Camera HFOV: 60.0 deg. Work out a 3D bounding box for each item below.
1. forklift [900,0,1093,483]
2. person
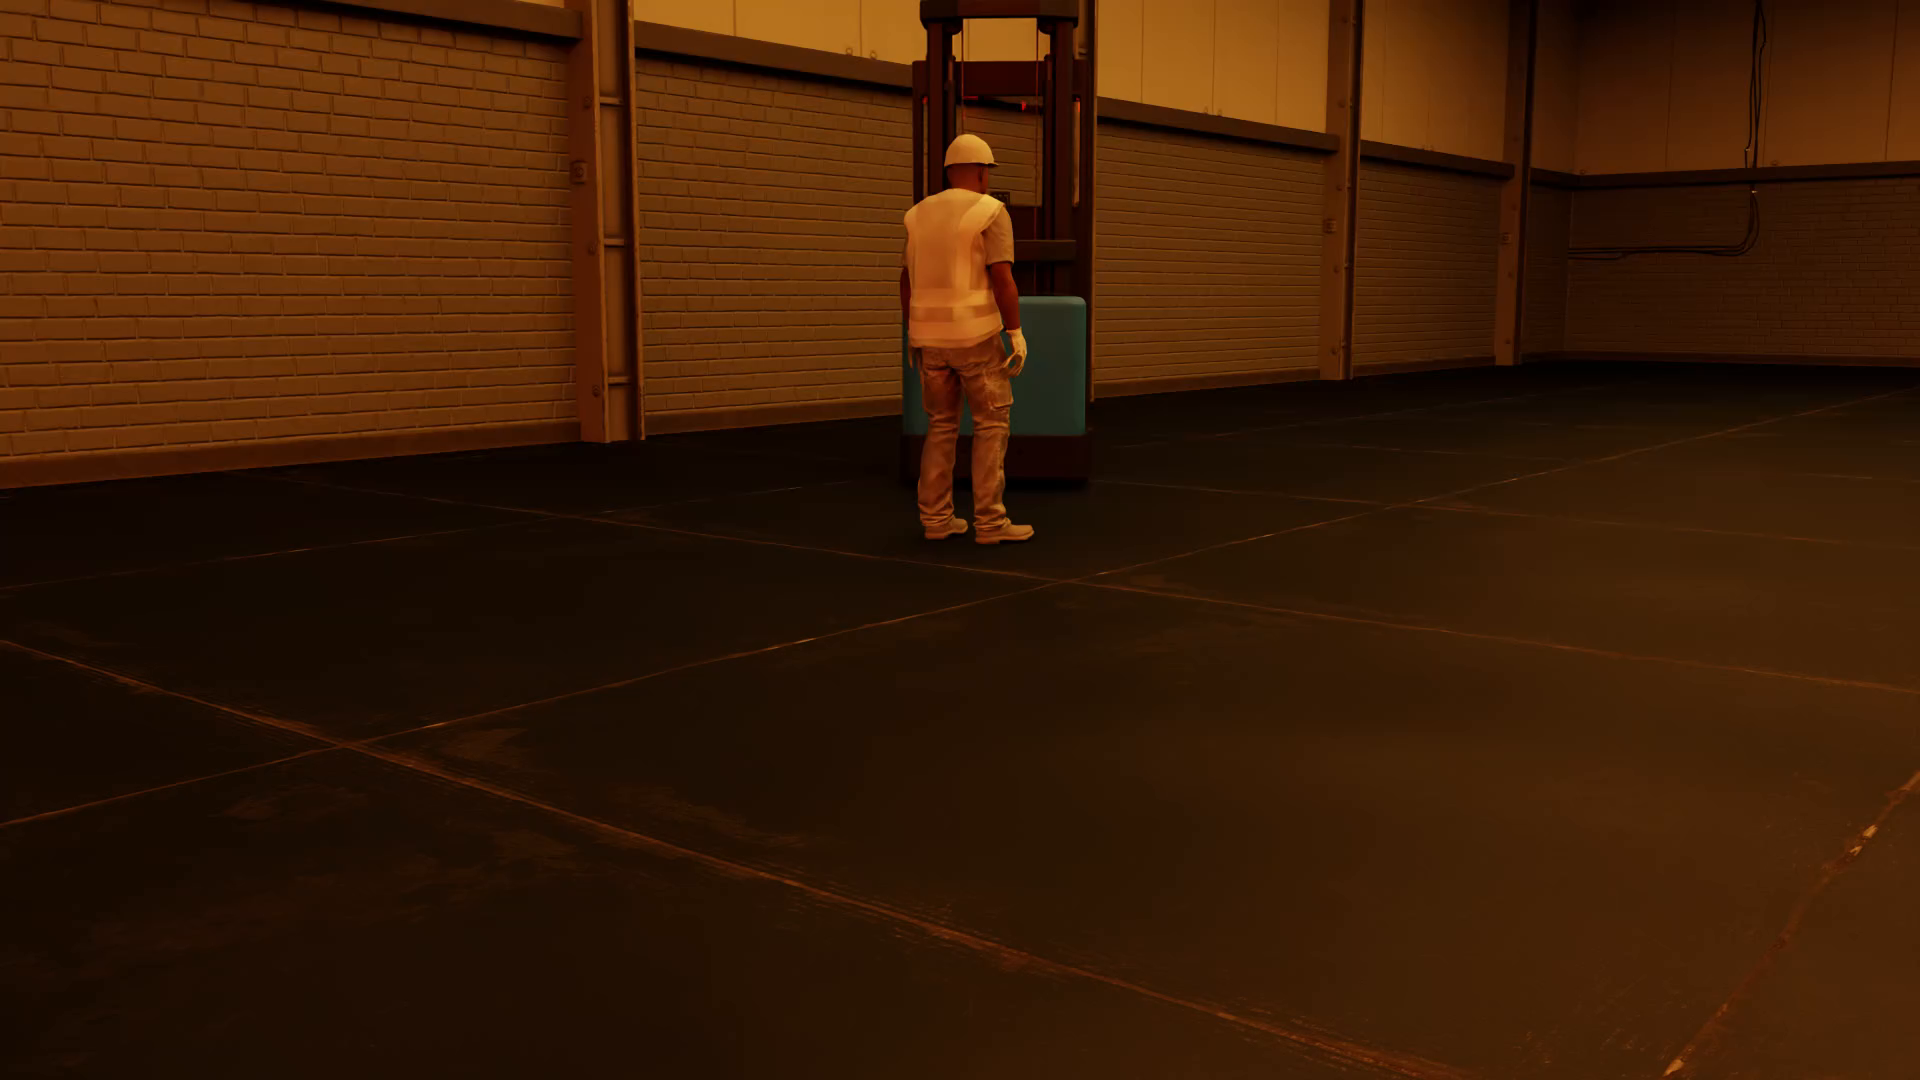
[{"bbox_3d":[0.268,-1.940,10.540,1.130,2.935,3.031,0,8,3],"label":"forklift"},{"bbox_3d":[0.019,-0.881,7.311,0.617,1.773,0.449,6,10,37],"label":"person"}]
